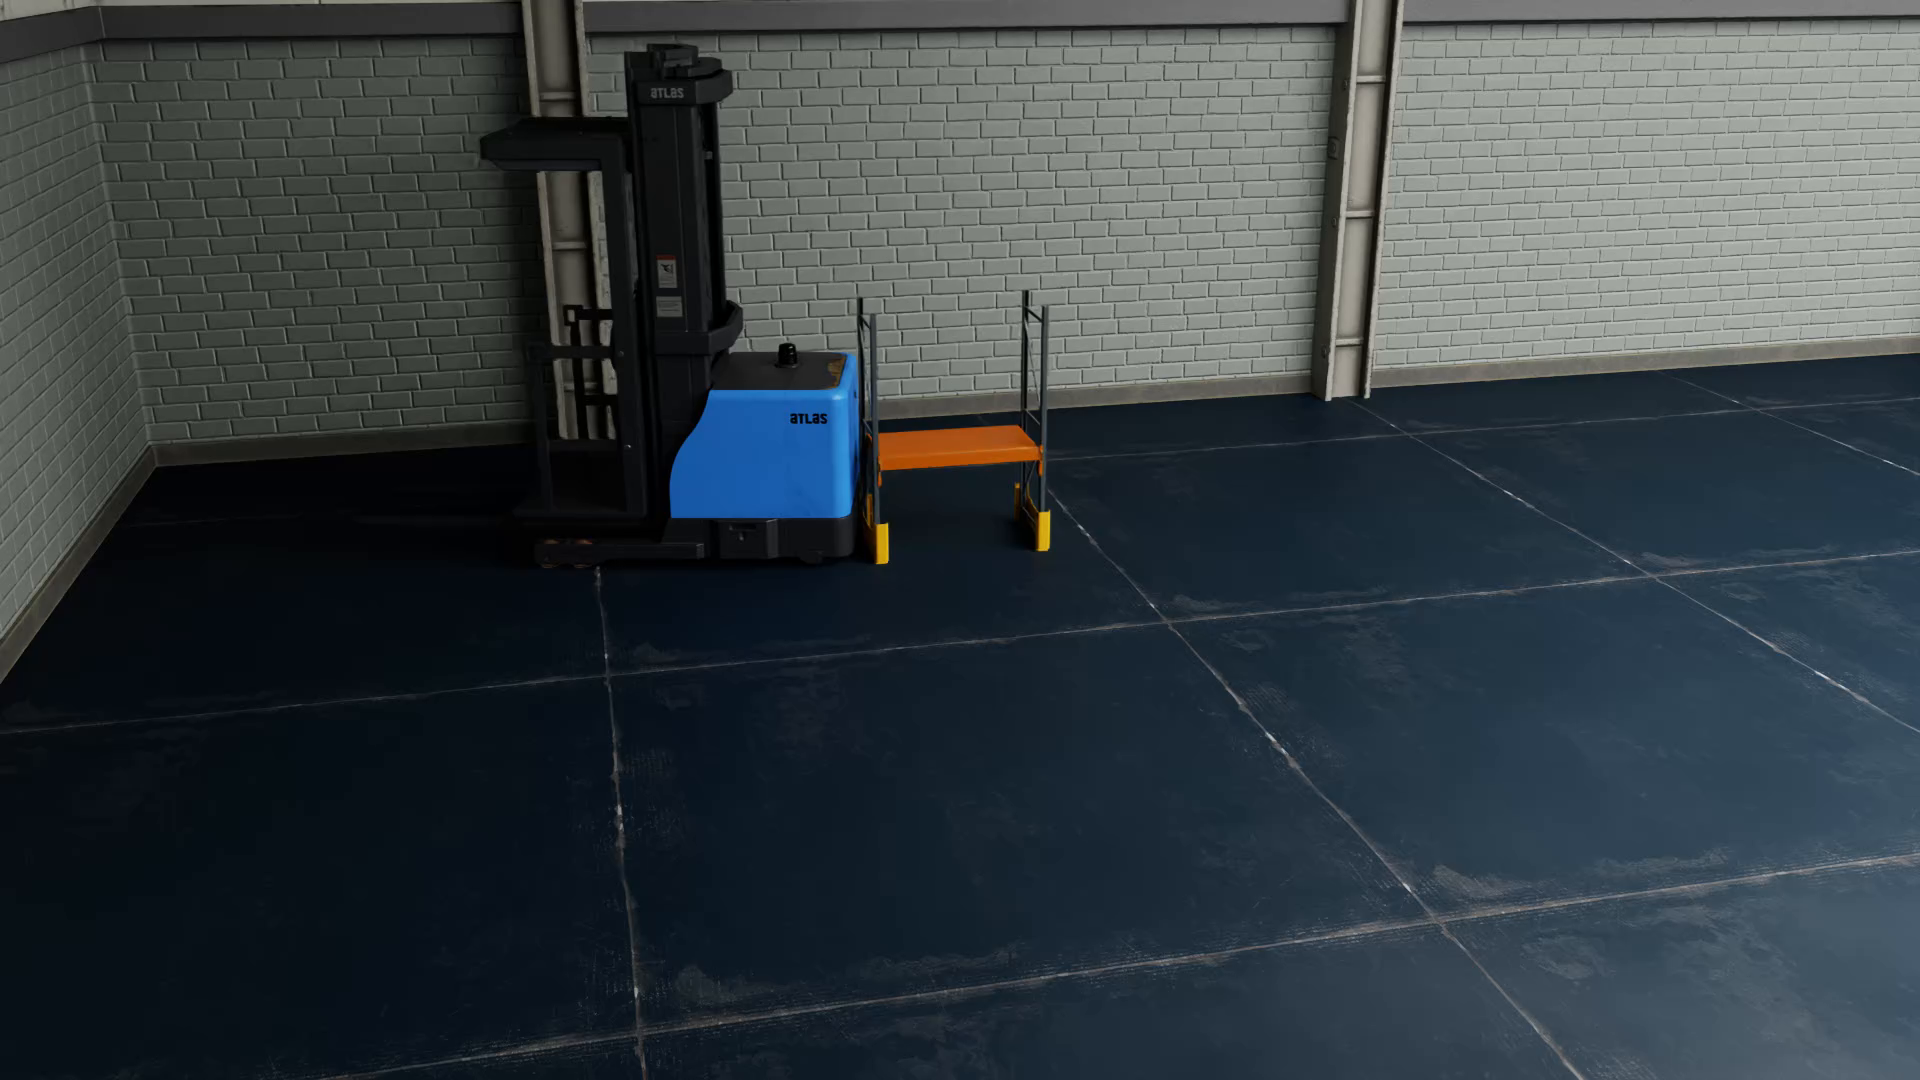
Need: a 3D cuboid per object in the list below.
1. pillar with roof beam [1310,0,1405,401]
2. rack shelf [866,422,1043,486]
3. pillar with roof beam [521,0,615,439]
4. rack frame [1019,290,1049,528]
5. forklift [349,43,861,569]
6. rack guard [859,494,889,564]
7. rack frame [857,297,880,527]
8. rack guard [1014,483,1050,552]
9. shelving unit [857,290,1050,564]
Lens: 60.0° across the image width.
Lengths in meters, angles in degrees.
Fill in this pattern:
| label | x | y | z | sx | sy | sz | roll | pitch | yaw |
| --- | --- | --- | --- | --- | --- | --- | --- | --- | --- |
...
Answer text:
| label | x | y | z | sx | sy | sz | roll | pitch | yaw |
| --- | --- | --- | --- | --- | --- | --- | --- | --- | --- |
| pillar with roof beam | 4.082 | -3.971 | 8.072 | 0.400 | 9.000 | 9.100 | -5 | 21 | -12 |
| rack shelf | -0.049 | -0.526 | 10.094 | 1.000 | 0.185 | 0.538 | -4 | 21 | -12 |
| pillar with roof beam | -1.757 | -3.496 | 6.776 | 0.400 | 9.000 | 9.100 | -5 | 21 | -12 |
| rack frame | 0.447 | -0.733 | 10.136 | 0.032 | 1.500 | 0.500 | -4 | 21 | -12 |
| forklift | -2.147 | -1.389 | 9.846 | 3.031 | 2.935 | 1.130 | 0 | 20 | 0 |
| rack guard | -0.526 | -0.072 | 10.148 | 0.087 | 0.250 | 0.587 | -4 | 21 | -12 |
| rack frame | -0.545 | -0.657 | 9.929 | 0.032 | 1.500 | 0.500 | -4 | 21 | -12 |
| rack guard | 0.446 | -0.146 | 10.351 | 0.087 | 0.250 | 0.587 | -4 | 21 | -12 |
| shelving unit | -0.040 | -0.696 | 10.034 | 1.083 | 1.500 | 0.587 | -4 | 21 | -12 |
